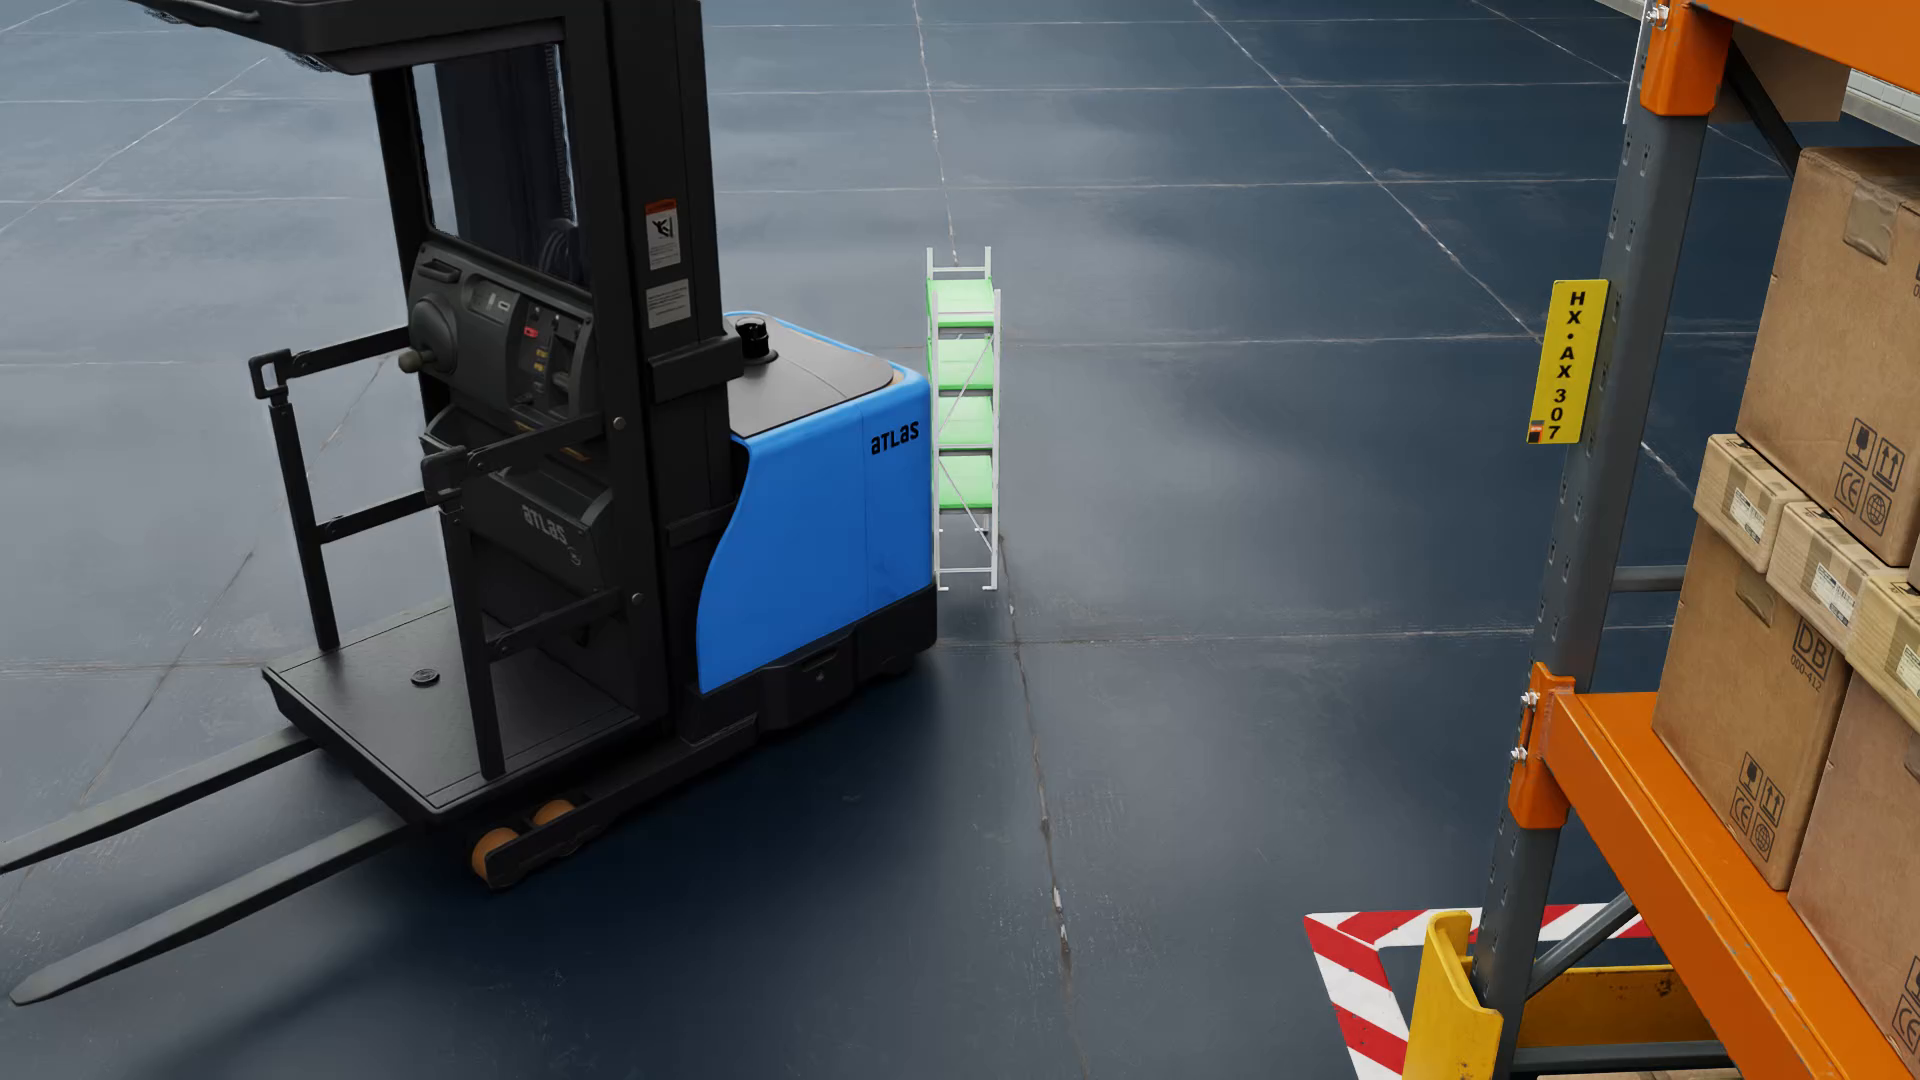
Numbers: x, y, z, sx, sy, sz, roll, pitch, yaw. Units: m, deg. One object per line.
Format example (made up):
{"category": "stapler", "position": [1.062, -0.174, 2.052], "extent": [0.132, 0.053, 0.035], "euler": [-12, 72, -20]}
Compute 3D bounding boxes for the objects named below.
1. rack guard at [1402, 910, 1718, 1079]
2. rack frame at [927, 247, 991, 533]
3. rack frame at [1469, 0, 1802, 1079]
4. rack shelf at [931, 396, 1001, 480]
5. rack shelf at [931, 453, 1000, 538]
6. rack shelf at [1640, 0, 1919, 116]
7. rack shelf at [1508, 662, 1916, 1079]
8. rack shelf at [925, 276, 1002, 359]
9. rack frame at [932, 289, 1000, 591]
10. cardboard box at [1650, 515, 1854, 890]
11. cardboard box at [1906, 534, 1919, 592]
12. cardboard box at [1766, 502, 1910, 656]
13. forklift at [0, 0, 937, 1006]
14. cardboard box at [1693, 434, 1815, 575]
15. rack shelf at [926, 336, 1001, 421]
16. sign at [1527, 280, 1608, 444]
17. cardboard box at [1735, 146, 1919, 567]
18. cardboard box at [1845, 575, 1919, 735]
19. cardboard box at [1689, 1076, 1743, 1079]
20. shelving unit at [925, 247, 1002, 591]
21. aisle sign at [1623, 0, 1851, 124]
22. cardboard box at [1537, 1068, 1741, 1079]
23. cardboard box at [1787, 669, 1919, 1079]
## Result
{"category": "rack guard", "position": [1.691, 1.175, 3.957], "extent": [1.175, 0.500, 0.348], "euler": [-1, 28, -3]}
{"category": "rack frame", "position": [-0.004, -0.568, 6.542], "extent": [0.240, 1.200, 0.015], "euler": [-1, 28, -3]}
{"category": "rack frame", "position": [1.696, 0.077, 3.358], "extent": [0.949, 2.616, 0.053], "euler": [-1, 28, -3]}
{"category": "rack shelf", "position": [0.009, -0.399, 6.356], "extent": [0.258, 0.148, 0.480], "euler": [-1, 28, -3]}
{"category": "rack shelf", "position": [0.009, -0.186, 6.467], "extent": [0.258, 0.148, 0.480], "euler": [-1, 28, -3]}
{"category": "rack shelf", "position": [1.797, -0.010, 1.060], "extent": [1.077, 0.370, 4.000], "euler": [-1, 28, -3]}
{"category": "rack shelf", "position": [1.797, 1.320, 1.753], "extent": [1.077, 0.370, 4.000], "euler": [-1, 28, -3]}
{"category": "rack shelf", "position": [0.009, -0.824, 6.134], "extent": [0.258, 0.148, 0.480], "euler": [-1, 28, -3]}
{"category": "rack frame", "position": [0.021, -0.343, 6.110], "extent": [0.240, 1.200, 0.015], "euler": [-1, 28, -3]}
{"category": "cardboard box", "position": [1.704, 0.249, 2.921], "extent": [0.700, 0.500, 0.500], "euler": [-1, 28, -3]}
{"category": "cardboard box", "position": [1.740, -0.059, 2.109], "extent": [0.700, 0.500, 0.500], "euler": [-2, 28, -4]}
{"category": "cardboard box", "position": [1.514, 0.054, 2.594], "extent": [0.380, 0.149, 0.250], "euler": [-2, 28, -4]}
{"category": "forklift", "position": [-1.479, -0.564, 4.661], "extent": [1.130, 2.935, 3.031], "euler": [25, 36, 39]}
{"category": "cardboard box", "position": [1.498, -0.068, 2.827], "extent": [0.380, 0.149, 0.250], "euler": [-2, 28, -3]}
{"category": "rack shelf", "position": [0.009, -0.612, 6.245], "extent": [0.258, 0.148, 0.480], "euler": [-1, 28, -3]}
{"category": "sign", "position": [1.138, -0.331, 3.119], "extent": [0.100, 0.325, 0.005], "euler": [-1, 28, -3]}
{"category": "cardboard box", "position": [1.707, -0.302, 2.574], "extent": [0.700, 0.500, 0.500], "euler": [-1, 28, -2]}
{"category": "cardboard box", "position": [1.526, 0.169, 2.373], "extent": [0.380, 0.149, 0.250], "euler": [-1, 28, -2]}
{"category": "cardboard box", "position": [1.526, 1.262, 2.795], "extent": [0.500, 0.500, 0.500], "euler": [-1, 28, -3]}
{"category": "shelving unit", "position": [0.009, -0.456, 6.326], "extent": [0.258, 1.200, 0.503], "euler": [-1, 28, -3]}
{"category": "aisle sign", "position": [1.383, -1.098, 2.801], "extent": [0.394, 0.787, 0.004], "euler": [-1, 28, -3]}
{"category": "cardboard box", "position": [1.498, 1.363, 3.411], "extent": [0.500, 0.250, 0.500], "euler": [-1, 28, -3]}
{"category": "cardboard box", "position": [1.736, 0.491, 2.456], "extent": [0.700, 0.500, 0.500], "euler": [-1, 28, -1]}
